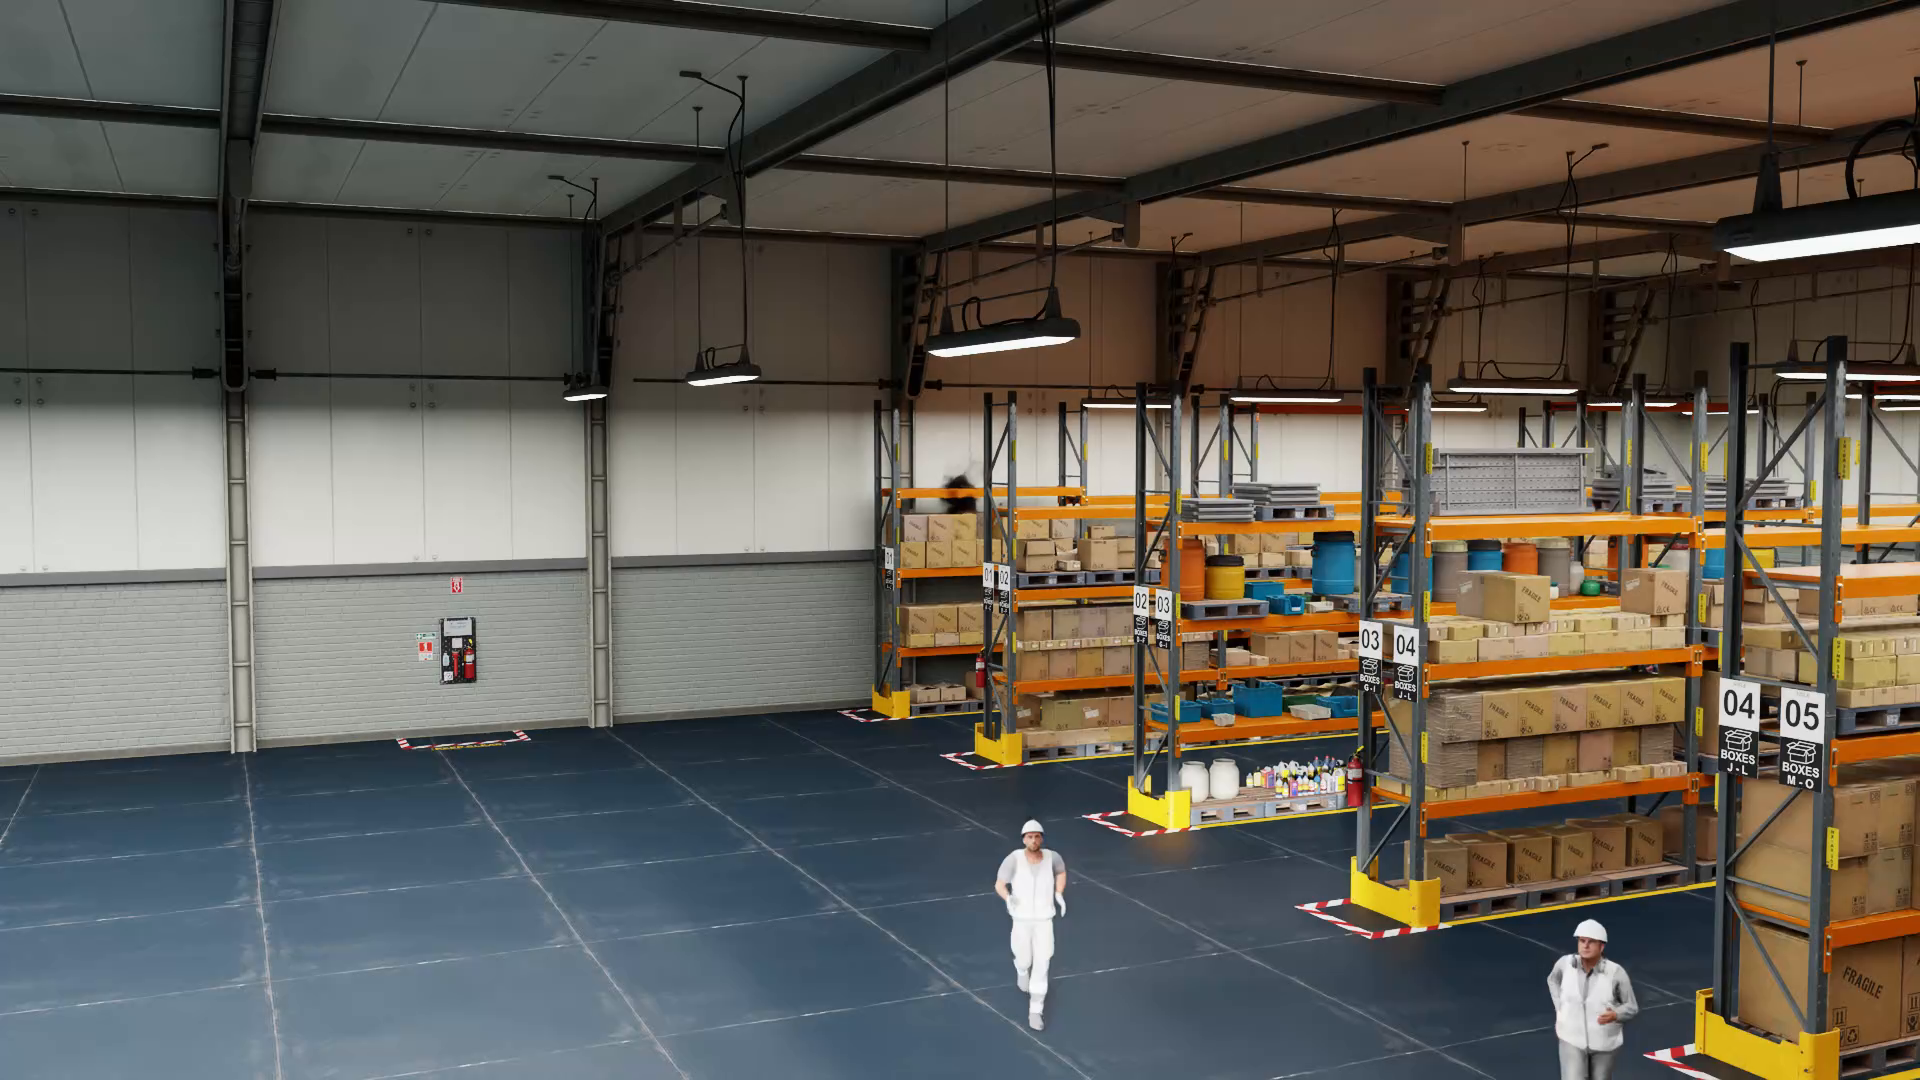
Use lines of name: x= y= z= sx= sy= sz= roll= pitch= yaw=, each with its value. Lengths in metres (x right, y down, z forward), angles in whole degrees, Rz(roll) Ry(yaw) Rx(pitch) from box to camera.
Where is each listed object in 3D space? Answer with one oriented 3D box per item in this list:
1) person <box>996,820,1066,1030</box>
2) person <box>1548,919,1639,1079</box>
person: x=0.650 y=3.401 z=14.983 sx=0.657 sy=1.778 sz=0.953 roll=0 pitch=3 yaw=-2
person: x=4.495 y=3.606 z=11.849 sx=0.627 sy=1.816 sz=0.739 roll=1 pitch=4 yaw=23
